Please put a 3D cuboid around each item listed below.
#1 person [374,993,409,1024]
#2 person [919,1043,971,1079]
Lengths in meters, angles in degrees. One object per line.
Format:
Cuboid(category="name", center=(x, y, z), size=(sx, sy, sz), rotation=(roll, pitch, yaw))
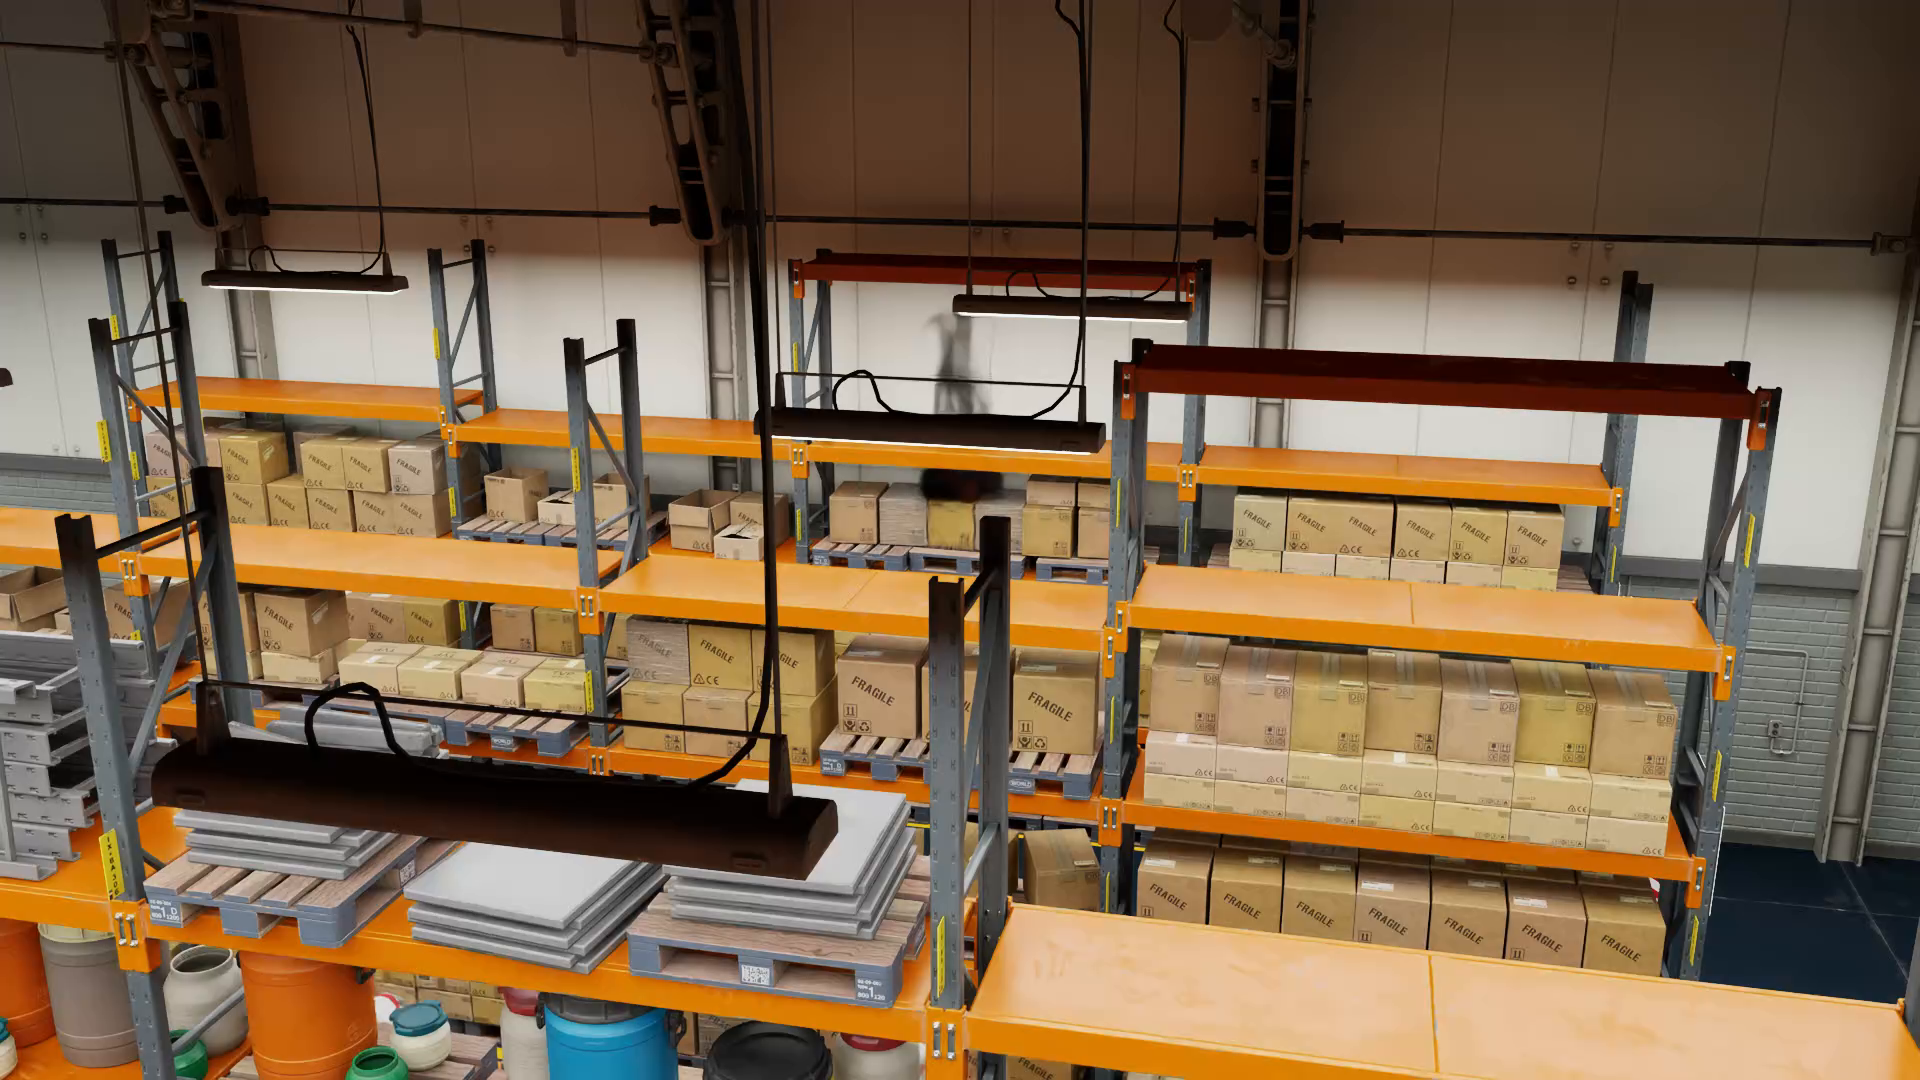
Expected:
Cuboid(category="person", center=(-3.967, 3.924, 11.985), size=(0.989, 1.729, 0.669), rotation=(1, 16, 3))
Cuboid(category="person", center=(-0.081, 4.124, 11.294), size=(0.755, 1.711, 0.654), rotation=(0, 16, 1))
